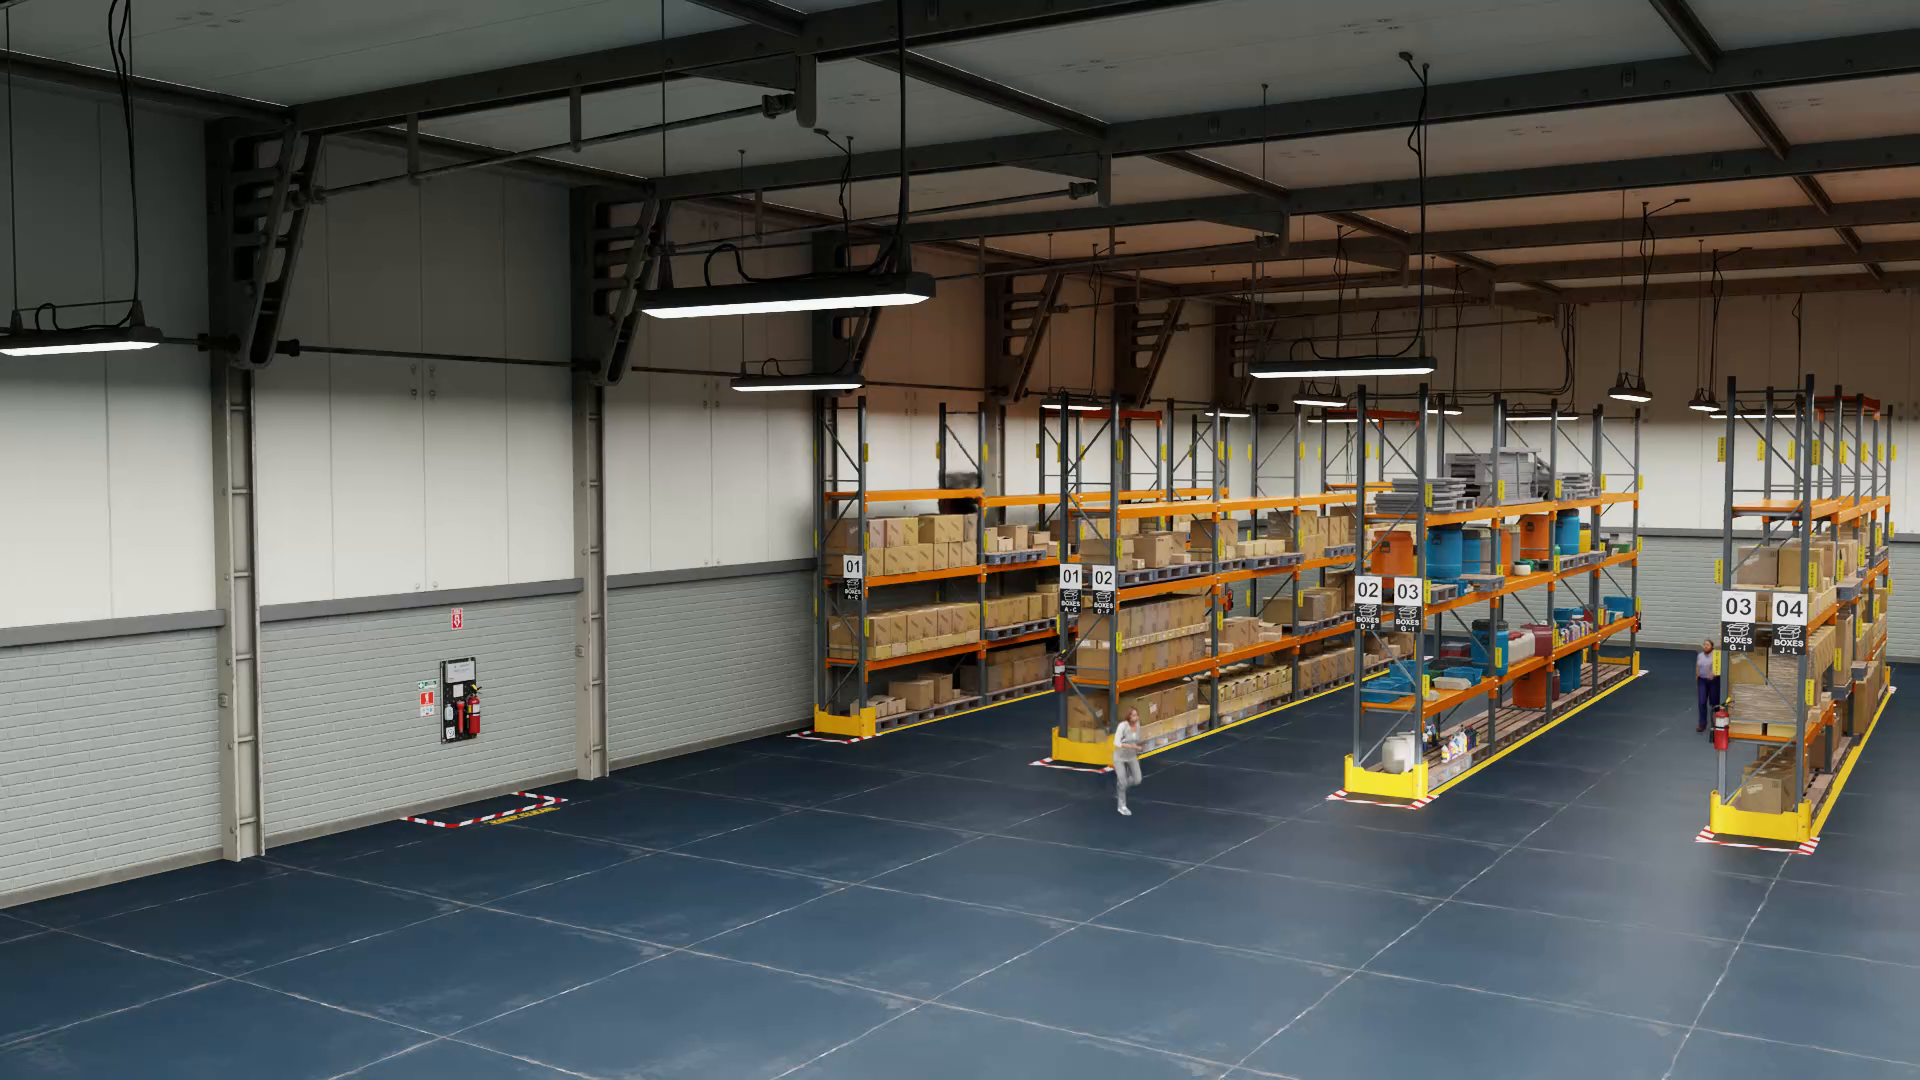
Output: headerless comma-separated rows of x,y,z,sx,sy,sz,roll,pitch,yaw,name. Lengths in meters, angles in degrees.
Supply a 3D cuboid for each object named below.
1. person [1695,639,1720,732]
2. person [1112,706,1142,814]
13.465,2.596,29.818,0.599,1.644,0.858,3,4,42,person
2.337,3.039,22.887,0.517,1.530,0.640,-1,3,-26,person
